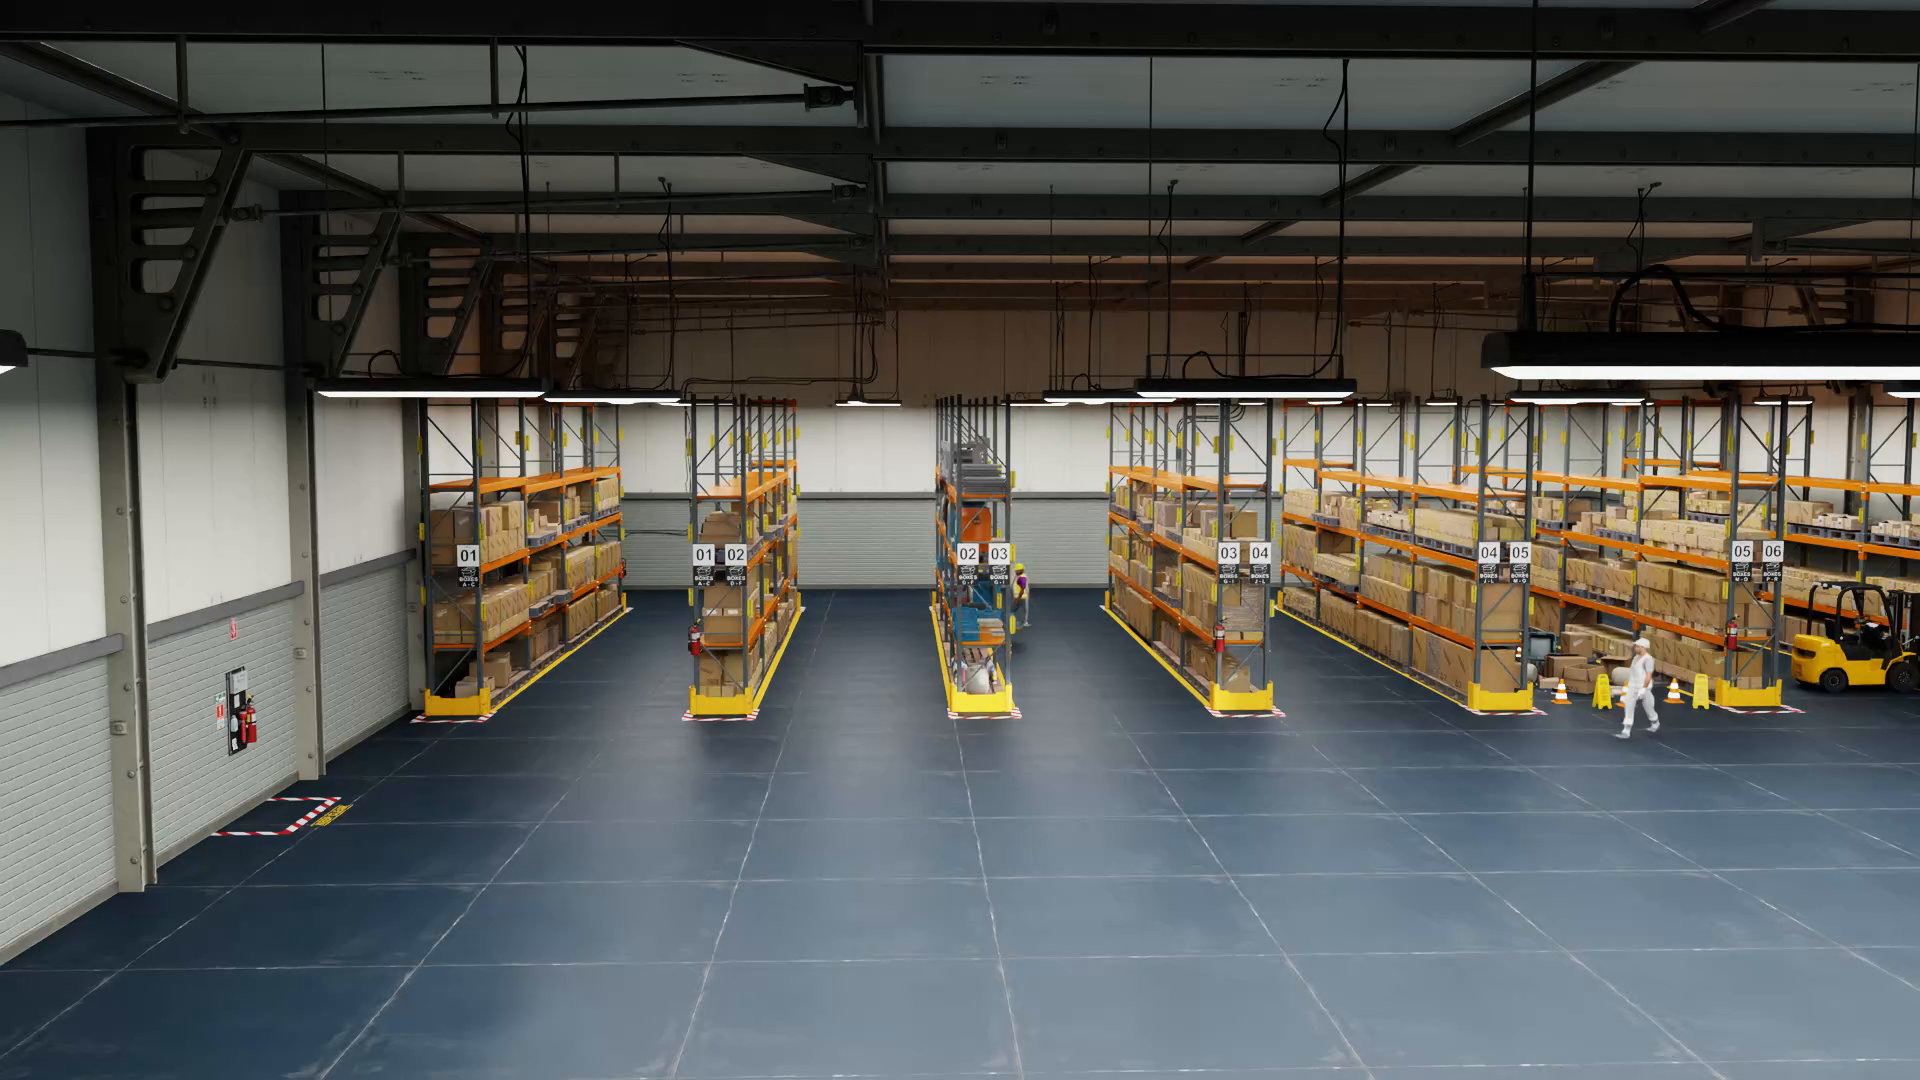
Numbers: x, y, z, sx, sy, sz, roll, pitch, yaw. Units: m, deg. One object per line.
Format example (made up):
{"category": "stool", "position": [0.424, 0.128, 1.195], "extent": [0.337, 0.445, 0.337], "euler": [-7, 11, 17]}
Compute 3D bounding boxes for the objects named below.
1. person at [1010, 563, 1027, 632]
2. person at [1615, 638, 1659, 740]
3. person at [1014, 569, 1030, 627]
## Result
{"category": "person", "position": [1.398, 1.402, 40.689], "extent": [0.452, 1.682, 0.593], "euler": [0, 4, -2]}
{"category": "person", "position": [11.836, 2.579, 28.909], "extent": [0.478, 1.750, 1.087], "euler": [4, 6, 42]}
{"category": "person", "position": [1.586, 1.484, 43.887], "extent": [0.466, 1.550, 0.789], "euler": [-2, 5, -22]}
